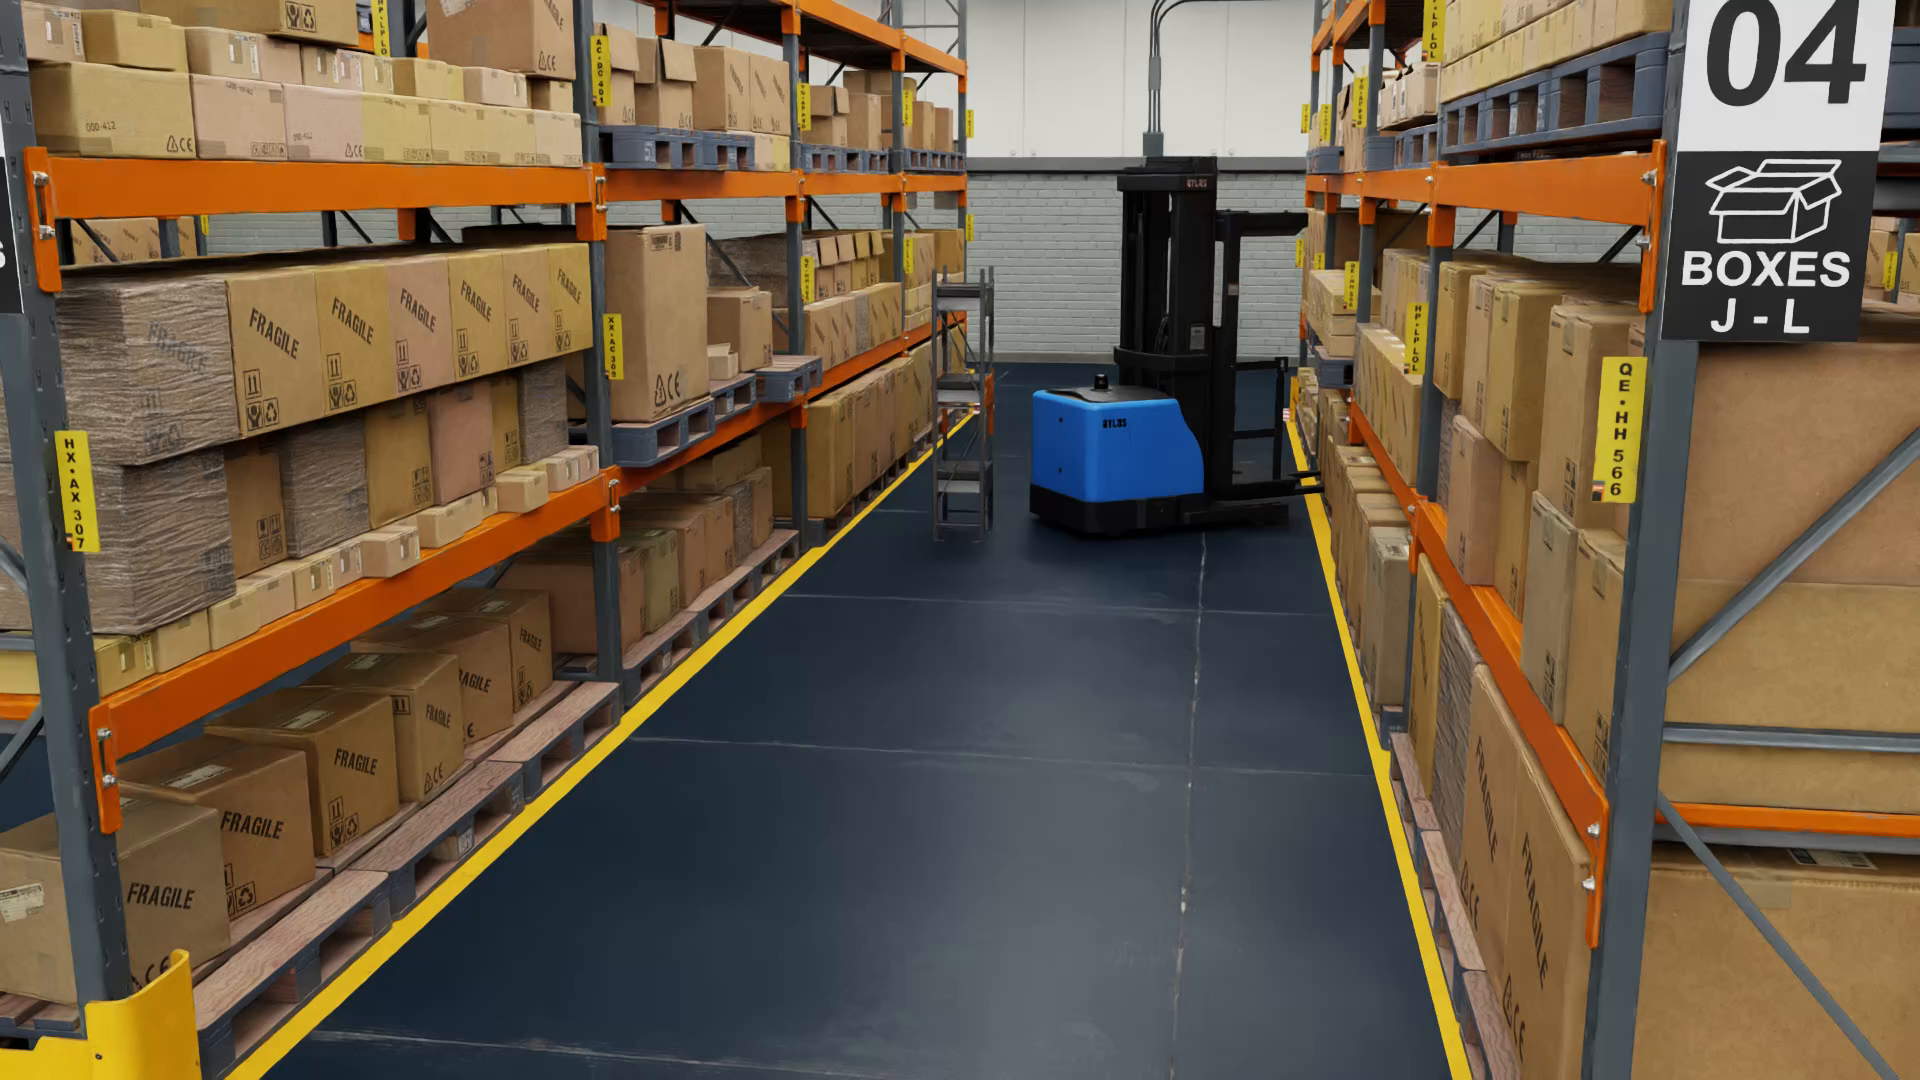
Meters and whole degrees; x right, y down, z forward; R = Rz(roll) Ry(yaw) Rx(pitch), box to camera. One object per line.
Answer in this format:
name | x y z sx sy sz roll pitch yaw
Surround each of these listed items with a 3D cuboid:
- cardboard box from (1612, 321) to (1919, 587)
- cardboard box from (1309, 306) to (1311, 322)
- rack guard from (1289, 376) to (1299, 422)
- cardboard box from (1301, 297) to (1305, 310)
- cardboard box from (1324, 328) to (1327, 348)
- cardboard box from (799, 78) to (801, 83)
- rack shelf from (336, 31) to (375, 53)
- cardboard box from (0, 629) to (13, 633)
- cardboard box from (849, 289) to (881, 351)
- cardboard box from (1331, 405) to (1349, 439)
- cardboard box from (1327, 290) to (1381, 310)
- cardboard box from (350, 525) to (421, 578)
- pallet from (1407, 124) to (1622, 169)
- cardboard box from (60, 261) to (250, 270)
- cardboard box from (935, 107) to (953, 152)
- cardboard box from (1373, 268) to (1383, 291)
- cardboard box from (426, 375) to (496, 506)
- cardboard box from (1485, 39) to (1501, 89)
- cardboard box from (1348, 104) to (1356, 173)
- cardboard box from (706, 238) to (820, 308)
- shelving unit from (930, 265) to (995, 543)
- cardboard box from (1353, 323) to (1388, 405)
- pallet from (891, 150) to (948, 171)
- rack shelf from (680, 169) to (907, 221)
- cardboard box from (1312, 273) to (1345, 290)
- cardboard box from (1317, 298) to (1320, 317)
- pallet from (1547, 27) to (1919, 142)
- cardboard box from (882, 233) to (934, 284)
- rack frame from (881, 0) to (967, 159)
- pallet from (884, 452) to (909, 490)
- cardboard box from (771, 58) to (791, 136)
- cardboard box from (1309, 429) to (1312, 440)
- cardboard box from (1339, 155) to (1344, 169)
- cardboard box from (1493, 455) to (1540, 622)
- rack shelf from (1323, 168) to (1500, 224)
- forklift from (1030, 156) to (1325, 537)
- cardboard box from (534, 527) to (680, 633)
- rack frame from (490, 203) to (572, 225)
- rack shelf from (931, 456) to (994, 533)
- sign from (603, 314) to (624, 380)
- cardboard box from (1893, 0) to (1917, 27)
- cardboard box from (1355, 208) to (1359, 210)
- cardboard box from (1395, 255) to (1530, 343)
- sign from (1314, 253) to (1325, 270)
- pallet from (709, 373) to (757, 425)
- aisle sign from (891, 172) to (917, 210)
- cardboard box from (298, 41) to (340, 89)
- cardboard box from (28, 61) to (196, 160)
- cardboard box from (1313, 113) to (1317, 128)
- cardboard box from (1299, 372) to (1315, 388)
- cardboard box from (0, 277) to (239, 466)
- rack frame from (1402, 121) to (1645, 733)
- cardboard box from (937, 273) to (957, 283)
cardboard box | 2.097 -0.219 3.969 0.875 0.550 0.550 2 12 9
cardboard box | 3.295 -1.997 14.739 0.380 0.149 0.250 2 12 10
rack guard | 4.451 -1.634 19.391 1.175 0.500 0.348 2 12 9
cardboard box | 4.089 -2.693 18.964 0.380 0.149 0.250 2 12 8
cardboard box | 2.933 -1.512 12.489 0.380 0.149 0.250 2 12 10
cardboard box | -1.631 -3.240 12.546 0.797 0.503 0.637 3 12 12
rack shelf | -6.240 -4.351 14.479 1.077 0.370 4.000 2 12 9
cardboard box | -3.044 0.334 4.922 0.380 0.149 0.250 2 12 9
cardboard box | -0.996 -1.952 14.694 0.500 0.500 0.500 2 12 8
cardboard box | 3.239 -0.918 13.292 0.500 0.250 0.500 2 12 10
cardboard box | 2.895 -1.749 12.178 0.380 0.149 0.250 2 12 8
cardboard box | -2.278 0.039 6.290 0.380 0.149 0.250 2 12 9
pallet | 2.709 -1.939 8.207 0.805 0.209 1.217 1 12 6
cardboard box | -2.893 -0.737 5.977 0.500 0.500 0.500 2 12 9
cardboard box | -0.450 -4.713 19.153 0.700 0.500 0.500 1 12 5
cardboard box | 4.173 -2.329 15.736 0.500 0.500 0.500 2 12 8
cardboard box | -2.488 -0.448 7.010 0.875 0.500 0.500 2 12 9
cardboard box | 2.031 -1.642 5.734 0.380 0.149 0.250 2 12 9
cardboard box | 3.133 -2.954 12.222 0.500 0.500 0.500 2 12 9
cardboard box | -1.525 -2.080 12.904 0.797 0.503 0.637 2 12 11
shelving unit | 0.025 -1.061 12.932 0.431 2.100 0.503 2 12 9
cardboard box | 2.896 -1.171 11.070 0.500 0.500 0.500 2 12 9
pallet | -0.712 -4.067 17.838 1.003 0.211 1.213 2 12 9
rack shelf | -1.346 -2.920 14.008 1.077 0.370 4.000 2 12 9
cardboard box | 3.253 -2.234 14.428 0.380 0.149 0.250 2 12 9
cardboard box | 3.094 -1.875 13.466 0.380 0.149 0.250 2 12 8
pallet | 2.106 -1.119 4.157 1.003 0.211 1.213 2 12 9
cardboard box | -0.553 -2.962 17.488 0.500 0.500 0.500 1 12 7
rack frame | -0.423 -5.987 19.412 1.000 3.000 0.127 2 12 9
pallet | -1.082 -0.695 15.718 1.003 0.211 1.213 2 12 9
cardboard box | -1.479 -3.041 11.439 0.500 0.500 0.500 2 12 10
cardboard box | 3.671 -1.052 16.527 0.380 0.149 0.250 1 12 7
cardboard box | 3.656 -3.543 15.552 0.500 0.250 0.500 2 12 10
cardboard box | 2.328 -0.033 5.670 0.875 0.550 0.500 2 12 9
rack shelf | 3.540 -2.738 13.165 1.077 0.370 4.000 2 12 9
forklift | 2.133 -1.646 13.674 3.031 2.935 1.130 -6 13 -25
cardboard box | -2.061 0.225 9.718 0.700 0.500 0.500 2 12 8
rack frame | -5.317 -3.214 20.789 1.000 3.000 0.127 2 12 9
rack shelf | 0.025 -0.363 13.082 0.431 0.518 0.480 2 12 9
sign | -1.731 -0.963 8.288 0.100 0.325 0.005 2 12 9
cardboard box | 2.410 -1.253 3.931 0.380 0.149 0.250 2 12 9
cardboard box | 4.560 -3.346 18.085 0.500 0.500 0.500 1 12 7
cardboard box | 3.000 -1.439 9.941 0.700 0.500 0.500 2 12 8
sign | 3.310 -2.479 15.320 0.100 0.325 0.005 2 12 9
pallet | -1.917 -0.881 10.419 1.003 0.211 1.213 2 12 9
aisle sign | -0.708 -4.349 19.885 0.394 0.787 0.004 2 12 9
cardboard box | -2.379 -1.631 5.730 0.380 0.149 0.250 1 12 6
cardboard box | -2.554 -1.208 4.716 0.500 0.250 0.500 2 12 10
cardboard box | 3.979 -4.487 17.798 0.380 0.149 0.250 2 12 9
cardboard box | 3.957 -1.767 18.431 0.380 0.149 0.250 2 12 8
cardboard box | -2.530 -0.512 4.932 0.500 0.500 0.500 2 12 9
rack frame | 2.617 -0.374 7.610 1.000 3.000 0.127 2 12 9
cardboard box | -0.314 -2.911 19.031 0.500 0.250 0.500 2 12 8
